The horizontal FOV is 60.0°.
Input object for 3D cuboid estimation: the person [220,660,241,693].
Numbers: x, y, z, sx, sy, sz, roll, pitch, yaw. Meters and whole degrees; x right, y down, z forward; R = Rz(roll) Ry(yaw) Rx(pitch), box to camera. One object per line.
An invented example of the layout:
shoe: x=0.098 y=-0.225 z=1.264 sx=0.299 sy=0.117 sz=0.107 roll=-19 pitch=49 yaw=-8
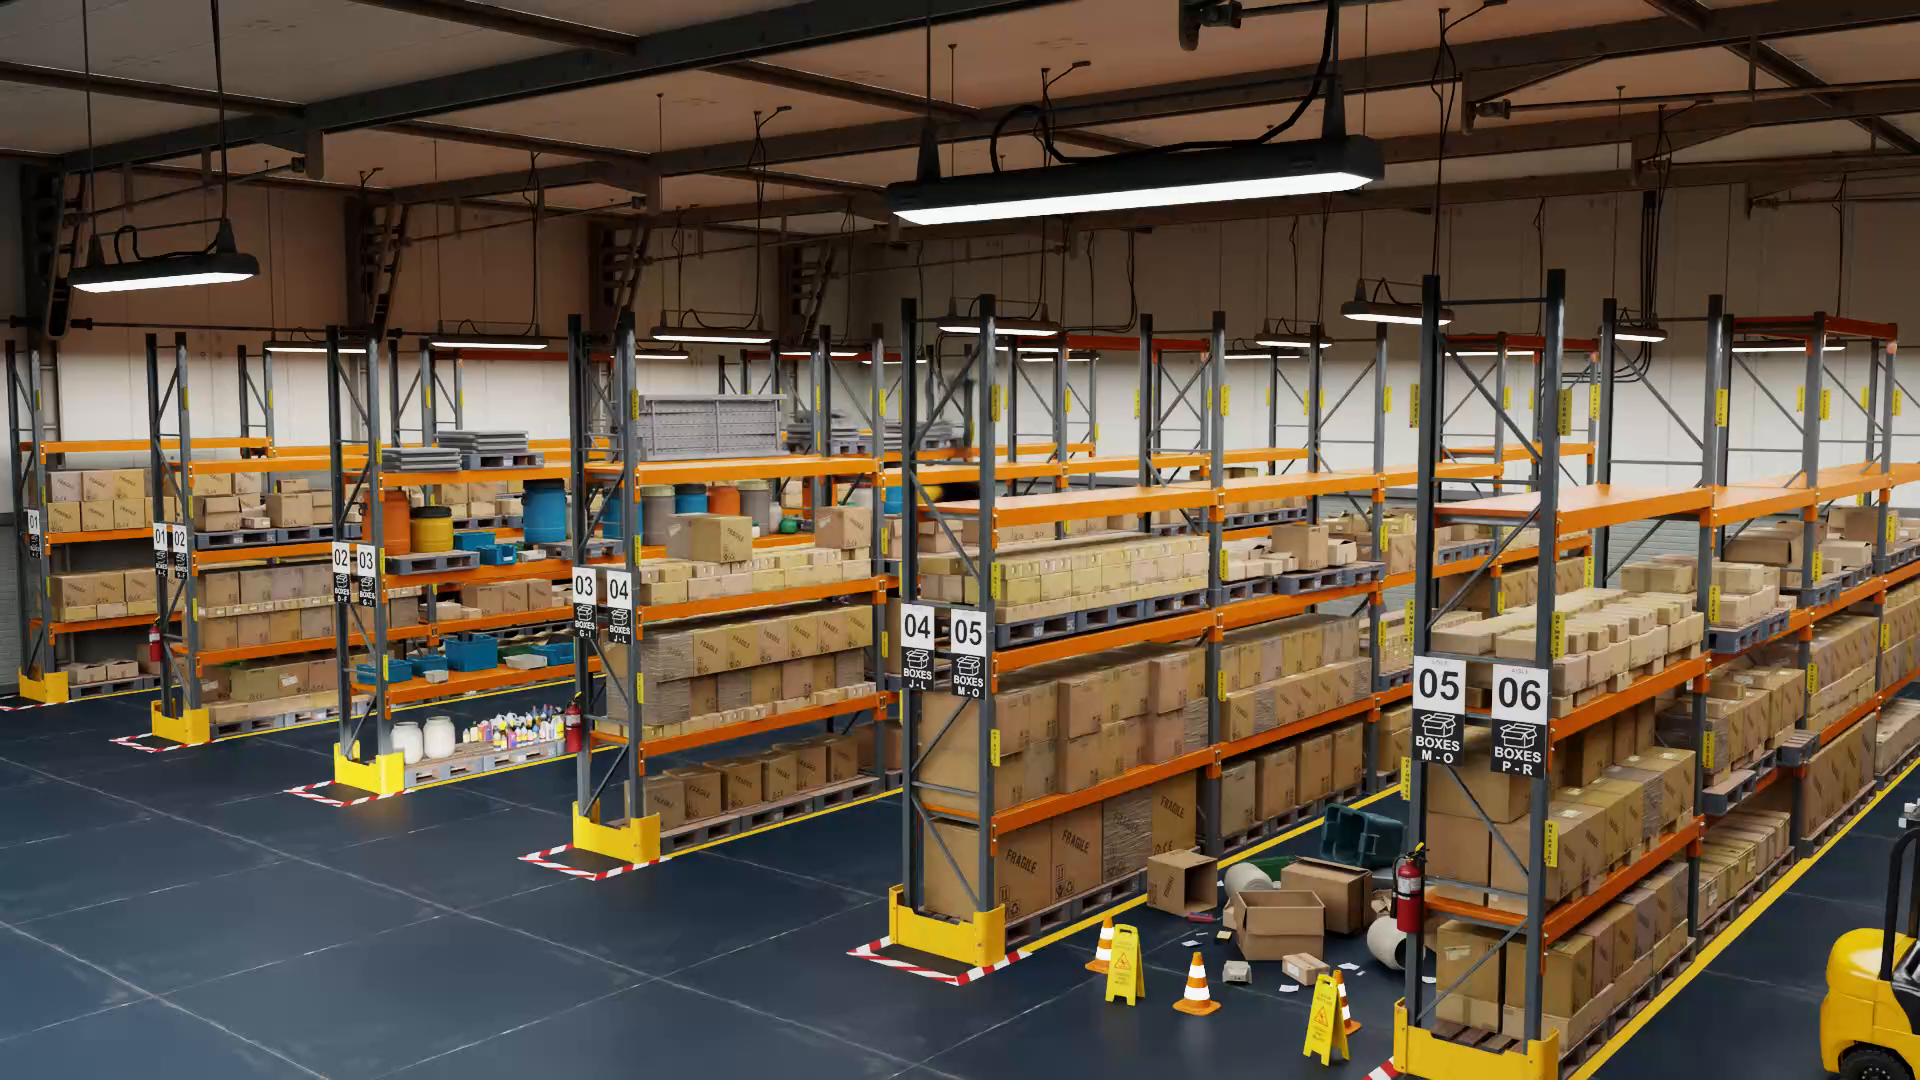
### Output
person: x=-11.739 y=1.883 z=26.867 sx=0.668 sy=1.748 sz=0.678 roll=5 pitch=7 yaw=41

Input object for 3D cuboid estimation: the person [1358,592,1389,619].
person: x=7.676 y=1.623 z=30.796 sx=0.578 sy=1.557 sz=0.838 roll=-1 pitch=5 yaw=-9
